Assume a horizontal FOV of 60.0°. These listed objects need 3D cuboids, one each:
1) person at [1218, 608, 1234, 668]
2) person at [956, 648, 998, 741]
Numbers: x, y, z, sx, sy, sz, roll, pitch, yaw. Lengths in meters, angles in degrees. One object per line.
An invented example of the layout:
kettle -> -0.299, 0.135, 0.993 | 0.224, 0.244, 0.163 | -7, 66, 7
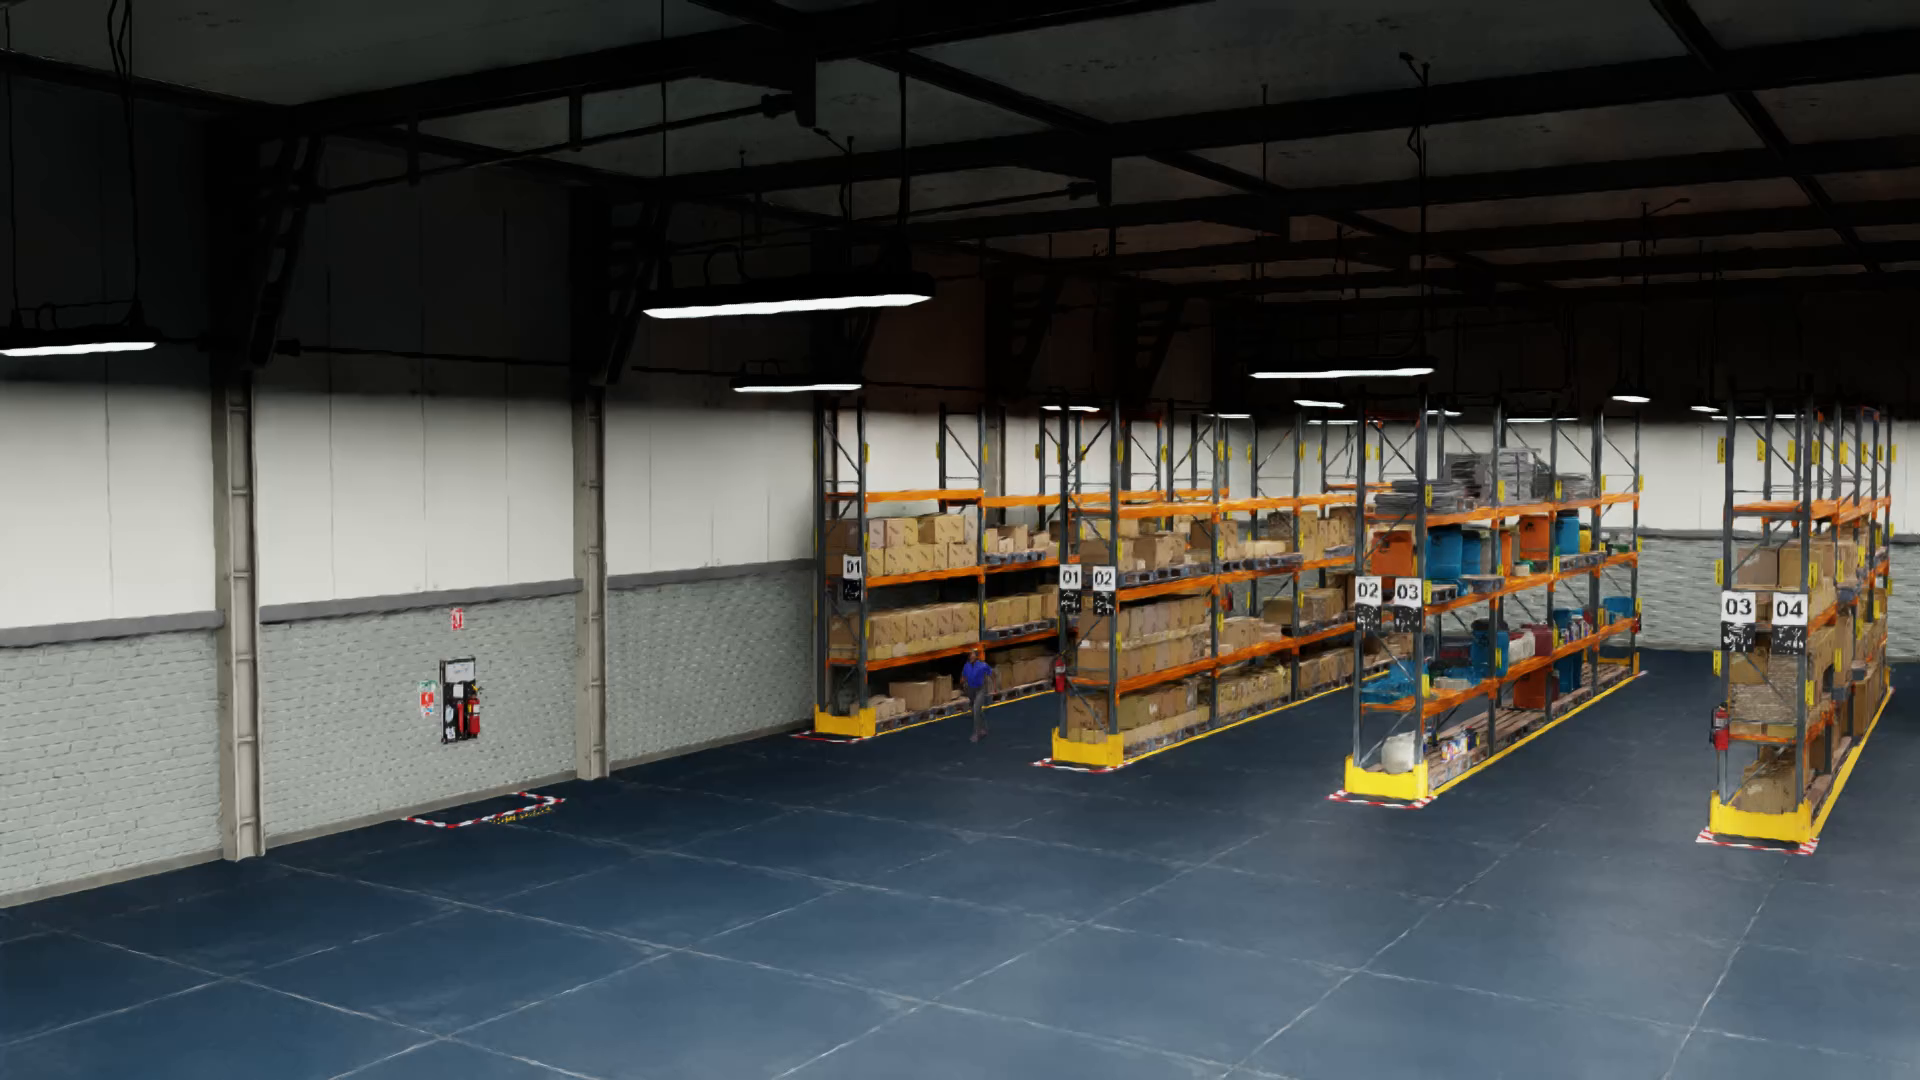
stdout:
person -> 5.613, 2.298, 35.399 | 0.677, 1.704, 0.536 | 2, 3, 31
person -> 0.292, 2.676, 29.191 | 0.562, 1.591, 0.825 | 2, 4, 38
